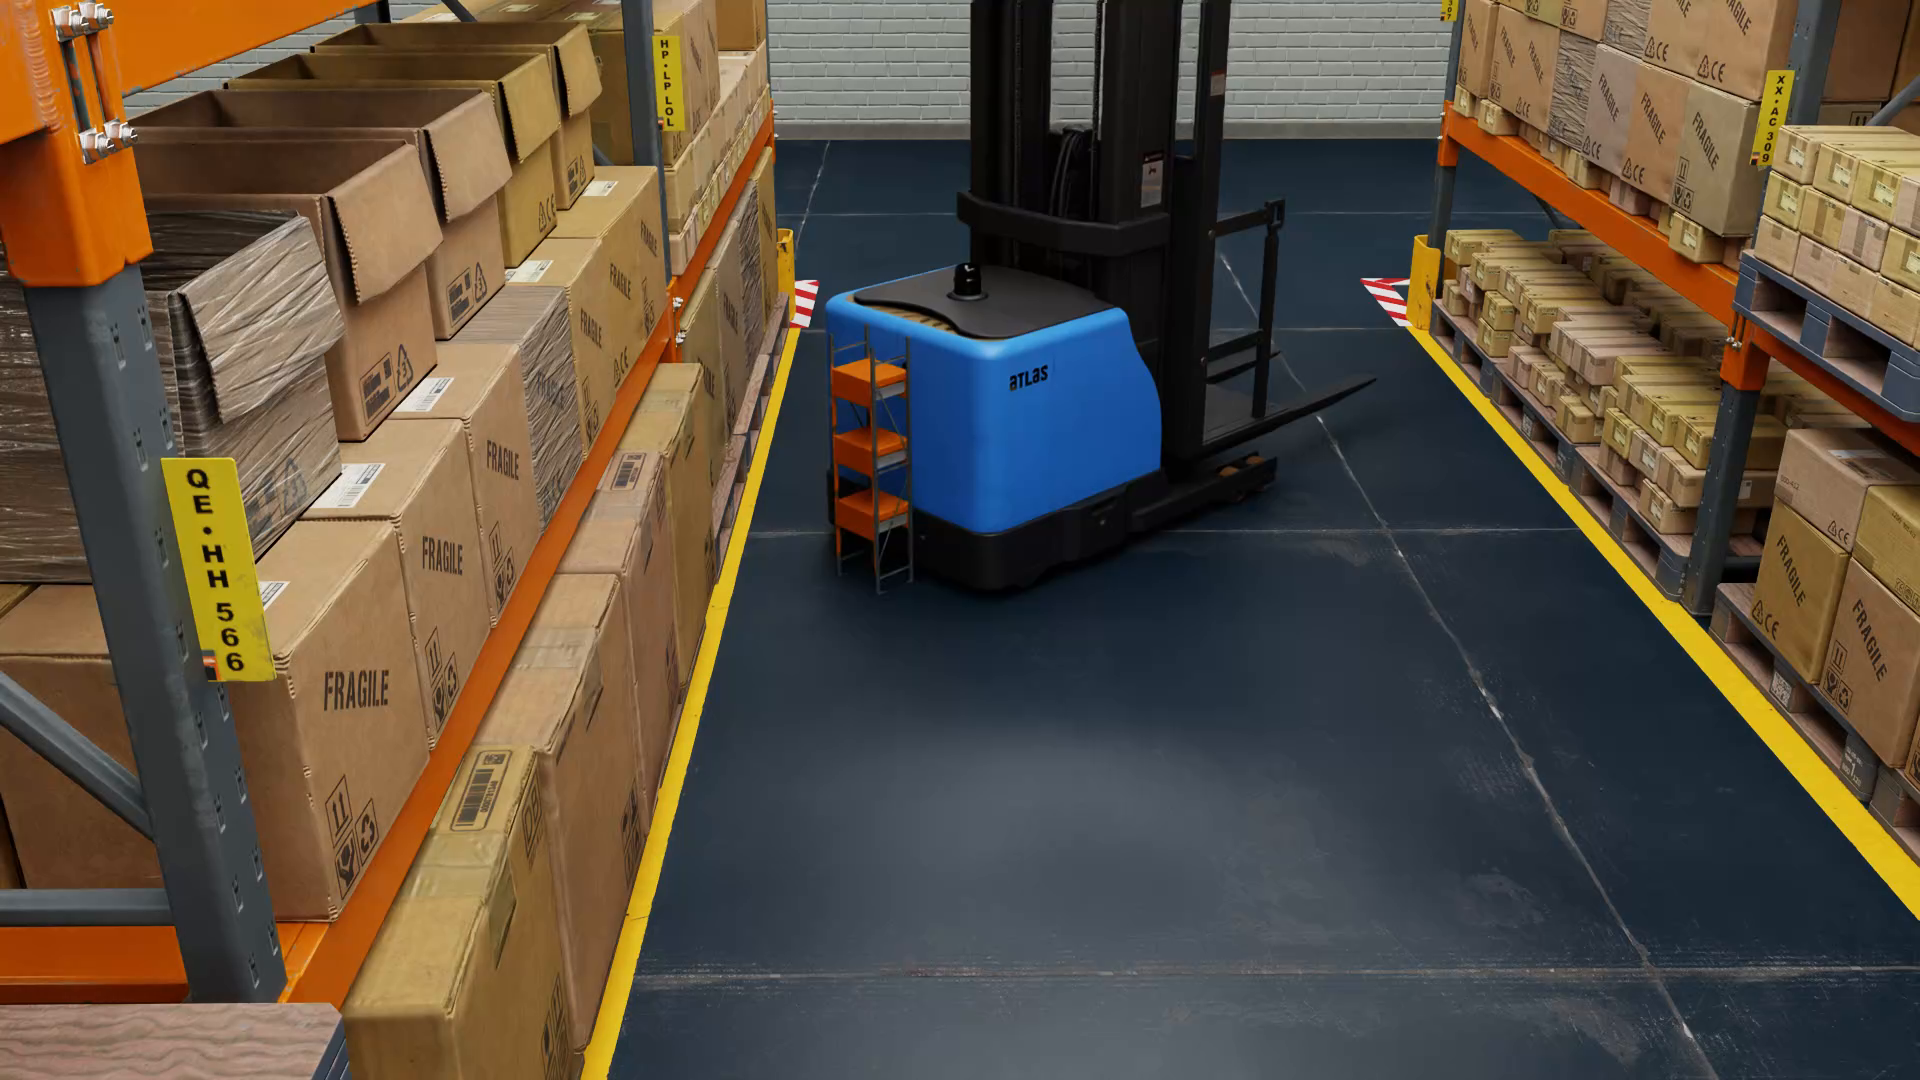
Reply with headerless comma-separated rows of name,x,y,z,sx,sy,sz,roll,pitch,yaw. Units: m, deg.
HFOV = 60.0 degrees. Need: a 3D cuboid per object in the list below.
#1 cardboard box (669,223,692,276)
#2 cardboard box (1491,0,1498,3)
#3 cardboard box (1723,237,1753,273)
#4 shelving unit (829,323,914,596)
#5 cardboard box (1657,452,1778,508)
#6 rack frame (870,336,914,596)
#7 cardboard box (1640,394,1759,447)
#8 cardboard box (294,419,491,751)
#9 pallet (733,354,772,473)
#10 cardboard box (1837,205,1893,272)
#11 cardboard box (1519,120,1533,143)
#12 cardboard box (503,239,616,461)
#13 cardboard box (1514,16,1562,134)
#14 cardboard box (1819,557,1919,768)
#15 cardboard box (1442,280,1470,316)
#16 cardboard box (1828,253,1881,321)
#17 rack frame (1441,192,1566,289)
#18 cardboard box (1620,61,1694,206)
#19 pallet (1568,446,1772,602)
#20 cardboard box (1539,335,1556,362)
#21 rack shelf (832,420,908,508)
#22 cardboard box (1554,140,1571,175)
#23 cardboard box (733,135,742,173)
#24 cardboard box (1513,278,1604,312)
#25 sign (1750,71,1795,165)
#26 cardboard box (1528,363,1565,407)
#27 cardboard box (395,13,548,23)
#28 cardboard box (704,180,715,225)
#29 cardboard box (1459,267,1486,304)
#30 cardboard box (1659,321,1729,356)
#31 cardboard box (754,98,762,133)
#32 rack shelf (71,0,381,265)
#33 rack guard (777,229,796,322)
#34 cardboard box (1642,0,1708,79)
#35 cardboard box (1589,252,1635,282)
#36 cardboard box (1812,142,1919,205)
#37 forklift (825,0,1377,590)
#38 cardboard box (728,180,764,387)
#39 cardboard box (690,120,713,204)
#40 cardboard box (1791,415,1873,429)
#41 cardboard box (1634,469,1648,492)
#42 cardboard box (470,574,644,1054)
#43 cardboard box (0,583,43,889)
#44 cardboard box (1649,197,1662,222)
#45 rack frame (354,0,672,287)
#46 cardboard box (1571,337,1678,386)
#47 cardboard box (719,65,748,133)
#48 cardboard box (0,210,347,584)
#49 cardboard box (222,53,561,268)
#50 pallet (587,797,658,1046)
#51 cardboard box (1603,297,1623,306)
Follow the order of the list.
cardboard box,-1.241,-1.116,6.382,0.380,0.149,0.250,0,24,0
cardboard box,3.087,-3.186,8.959,0.500,0.500,0.500,0,24,-1
cardboard box,3.154,-1.090,6.324,0.380,0.149,0.250,-1,24,-1
shelving unit,-0.352,-0.318,6.679,0.215,1.050,0.252,-22,32,-39
cardboard box,3.069,-0.244,6.738,0.380,0.149,0.250,0,24,0
rack frame,-0.267,-0.282,6.599,0.200,1.050,0.008,-22,32,-39
cardboard box,3.084,-0.502,6.947,0.380,0.149,0.250,0,24,0
cardboard box,-1.268,0.082,3.308,0.500,0.500,0.500,-1,24,-2
pallet,-1.516,-0.654,8.440,1.003,0.211,1.213,0,24,-1
cardboard box,2.943,-0.922,5.084,0.380,0.149,0.250,0,24,1
cardboard box,3.156,-2.164,8.700,0.380,0.149,0.250,1,24,2
cardboard box,-1.281,-0.542,4.686,0.500,0.500,0.500,-1,24,-1
cardboard box,3.100,-2.308,8.231,0.500,0.500,0.500,0,24,0
cardboard box,3.141,0.384,5.285,0.500,0.500,0.500,1,24,2
cardboard box,3.033,-1.411,9.679,0.380,0.149,0.250,0,24,1
cardboard box,2.943,-0.783,5.136,0.380,0.149,0.250,0,24,0
rack frame,3.344,-2.736,9.659,0.949,2.616,0.053,0,24,-1
cardboard box,3.098,-1.681,6.844,0.500,0.500,0.500,-1,24,-2
pallet,3.348,-0.094,7.201,1.003,0.211,1.213,0,24,-1
cardboard box,3.170,-1.006,8.424,0.380,0.149,0.250,1,24,2
rack shelf,-0.352,-0.308,6.683,0.215,0.259,0.240,-22,32,-39
cardboard box,3.091,-1.844,7.992,0.380,0.149,0.250,1,24,1
cardboard box,-1.264,-1.866,8.040,0.380,0.149,0.250,0,24,0
cardboard box,3.090,-1.248,8.598,0.380,0.149,0.250,1,24,2
sign,2.848,-1.476,5.824,0.100,0.325,0.005,0,24,-1
cardboard box,3.063,-0.773,8.270,0.380,0.149,0.250,0,24,-1
cardboard box,-1.842,-1.704,6.289,0.500,0.500,0.500,0,24,1
cardboard box,-1.252,-1.441,7.101,0.380,0.149,0.250,-1,24,-2
cardboard box,3.043,-1.434,9.369,0.380,0.149,0.250,0,24,-1
cardboard box,3.566,-0.936,7.908,0.380,0.149,0.250,-1,24,-3
cardboard box,-1.274,-2.284,8.966,0.380,0.149,0.250,0,24,0
rack shelf,-1.548,-1.322,3.765,1.077,0.370,4.000,0,24,-1
rack guard,-1.614,-1.626,10.239,1.175,0.500,0.348,0,24,-1
cardboard box,3.104,-2.130,6.623,0.500,0.500,0.500,-1,24,-2
cardboard box,3.681,-1.472,9.093,0.380,0.149,0.250,-1,24,-2
cardboard box,2.944,-1.156,5.240,0.380,0.149,0.250,0,24,1
forklift,0.834,-1.641,7.322,3.031,2.935,1.130,-22,32,-39
cardboard box,-1.517,-1.340,8.642,0.875,0.875,0.875,0,24,-1
cardboard box,-1.314,-1.574,6.911,0.500,0.250,0.500,0,24,-1
cardboard box,3.594,-0.394,6.709,0.380,0.149,0.250,1,24,2
cardboard box,3.127,-0.247,7.107,0.380,0.149,0.250,0,24,1
cardboard box,-1.515,0.666,4.205,1.225,0.875,0.875,0,24,0
cardboard box,-1.780,0.294,2.840,0.500,0.500,0.500,0,24,1
cardboard box,3.164,-1.412,7.037,0.380,0.149,0.250,-1,24,-2
rack frame,-1.570,-1.107,6.057,1.000,3.000,0.127,0,24,-1
cardboard box,3.054,-0.823,7.657,0.380,0.149,0.250,-1,24,-3
cardboard box,-1.332,-2.205,8.307,0.500,0.250,0.500,-1,24,-2
cardboard box,-1.518,-0.263,2.852,0.797,0.503,0.637,1,24,1
cardboard box,-1.559,-1.063,4.623,0.797,0.503,0.637,0,24,0
pallet,-1.470,0.985,4.815,1.003,0.211,1.213,0,24,-1
cardboard box,3.546,-1.222,8.901,0.380,0.149,0.250,-1,24,-1
